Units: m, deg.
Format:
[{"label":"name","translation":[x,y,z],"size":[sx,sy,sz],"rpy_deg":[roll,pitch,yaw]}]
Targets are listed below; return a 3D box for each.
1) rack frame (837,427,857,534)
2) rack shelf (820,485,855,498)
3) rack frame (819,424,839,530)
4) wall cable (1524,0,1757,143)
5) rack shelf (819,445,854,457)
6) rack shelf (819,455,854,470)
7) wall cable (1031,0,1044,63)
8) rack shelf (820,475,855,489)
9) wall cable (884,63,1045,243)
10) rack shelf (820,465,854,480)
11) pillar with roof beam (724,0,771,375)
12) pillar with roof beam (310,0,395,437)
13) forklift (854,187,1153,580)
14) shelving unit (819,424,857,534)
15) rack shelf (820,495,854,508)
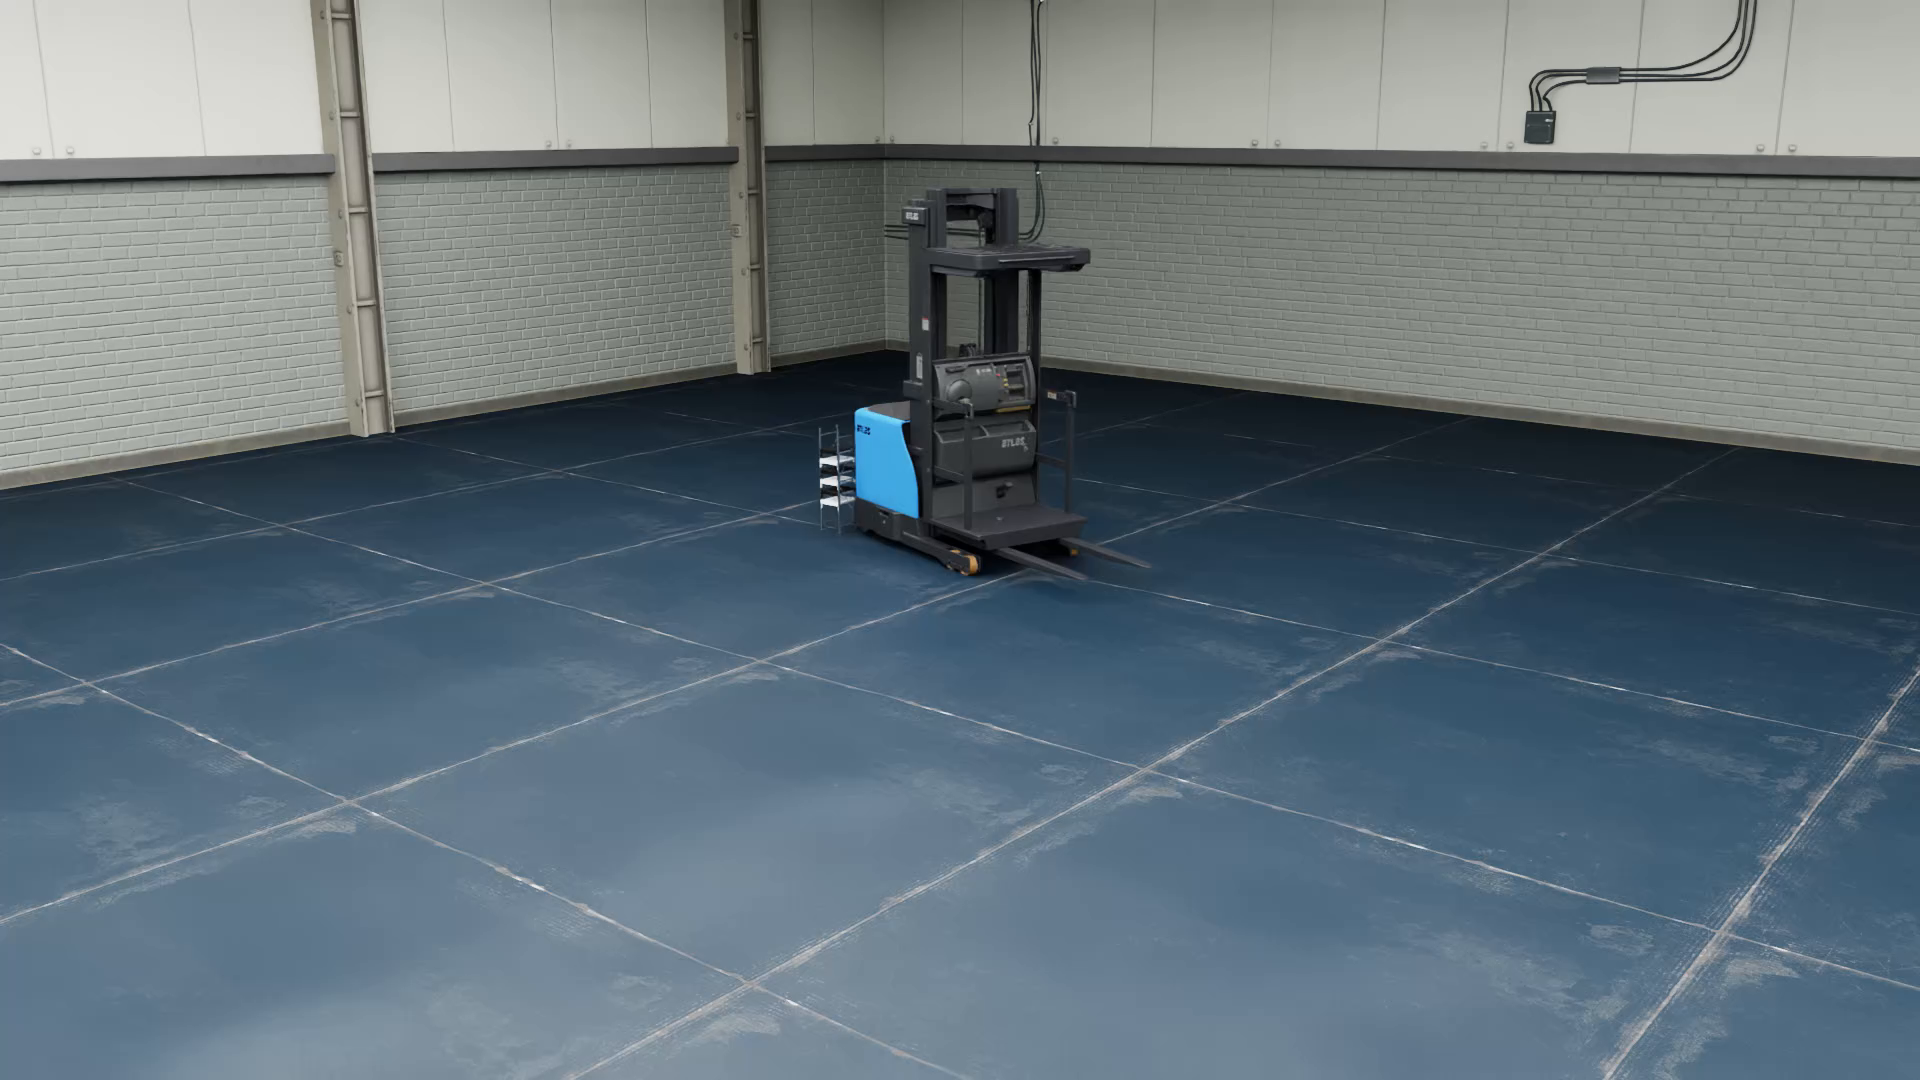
[{"label":"rack frame","translation":[-0.971,-0.515,14.323],"size":[0.006,0.900,0.240],"rpy_deg":[10,18,36]},{"label":"rack shelf","translation":[-1.052,-0.411,14.413],"size":[0.200,0.077,0.258],"rpy_deg":[10,18,36]},{"label":"rack frame","translation":[-1.134,-0.545,14.442],"size":[0.006,0.900,0.240],"rpy_deg":[10,18,36]},{"label":"wall cable","translation":[7.343,-7.264,17.533],"size":[2.305,6.003,0.169],"rpy_deg":[11,18,38]},{"label":"rack shelf","translation":[-1.053,-0.760,14.324],"size":[0.200,0.077,0.258],"rpy_deg":[10,18,36]},{"label":"rack shelf","translation":[-1.053,-0.673,14.347],"size":[0.200,0.077,0.258],"rpy_deg":[10,18,36]},{"label":"wall cable","translation":[2.073,-7.612,21.859],"size":[3.097,2.526,0.112],"rpy_deg":[11,18,38]},{"label":"rack shelf","translation":[-1.053,-0.498,14.391],"size":[0.200,0.077,0.258],"rpy_deg":[10,18,36]},{"label":"wall cable","translation":[-0.031,-5.583,24.129],"size":[3.097,2.526,0.112],"rpy_deg":[11,18,38]},{"label":"rack shelf","translation":[-1.053,-0.585,14.369],"size":[0.200,0.077,0.258],"rpy_deg":[10,18,36]},{"label":"pillar with roof beam","translation":[0.437,-6.062,19.709],"size":[9.100,9.000,0.400],"rpy_deg":[11,18,38]},{"label":"pillar with roof beam","translation":[-3.334,-4.913,15.186],"size":[9.100,9.000,0.400],"rpy_deg":[11,18,38]},{"label":"forklift","translation":[0.324,-1.272,13.178],"size":[1.130,2.935,3.031],"rpy_deg":[-9,17,-33]},{"label":"shelving unit","translation":[-1.053,-0.530,14.383],"size":[0.210,0.900,0.258],"rpy_deg":[10,18,36]},{"label":"rack shelf","translation":[-1.052,-0.324,14.435],"size":[0.200,0.077,0.258],"rpy_deg":[10,18,36]}]
